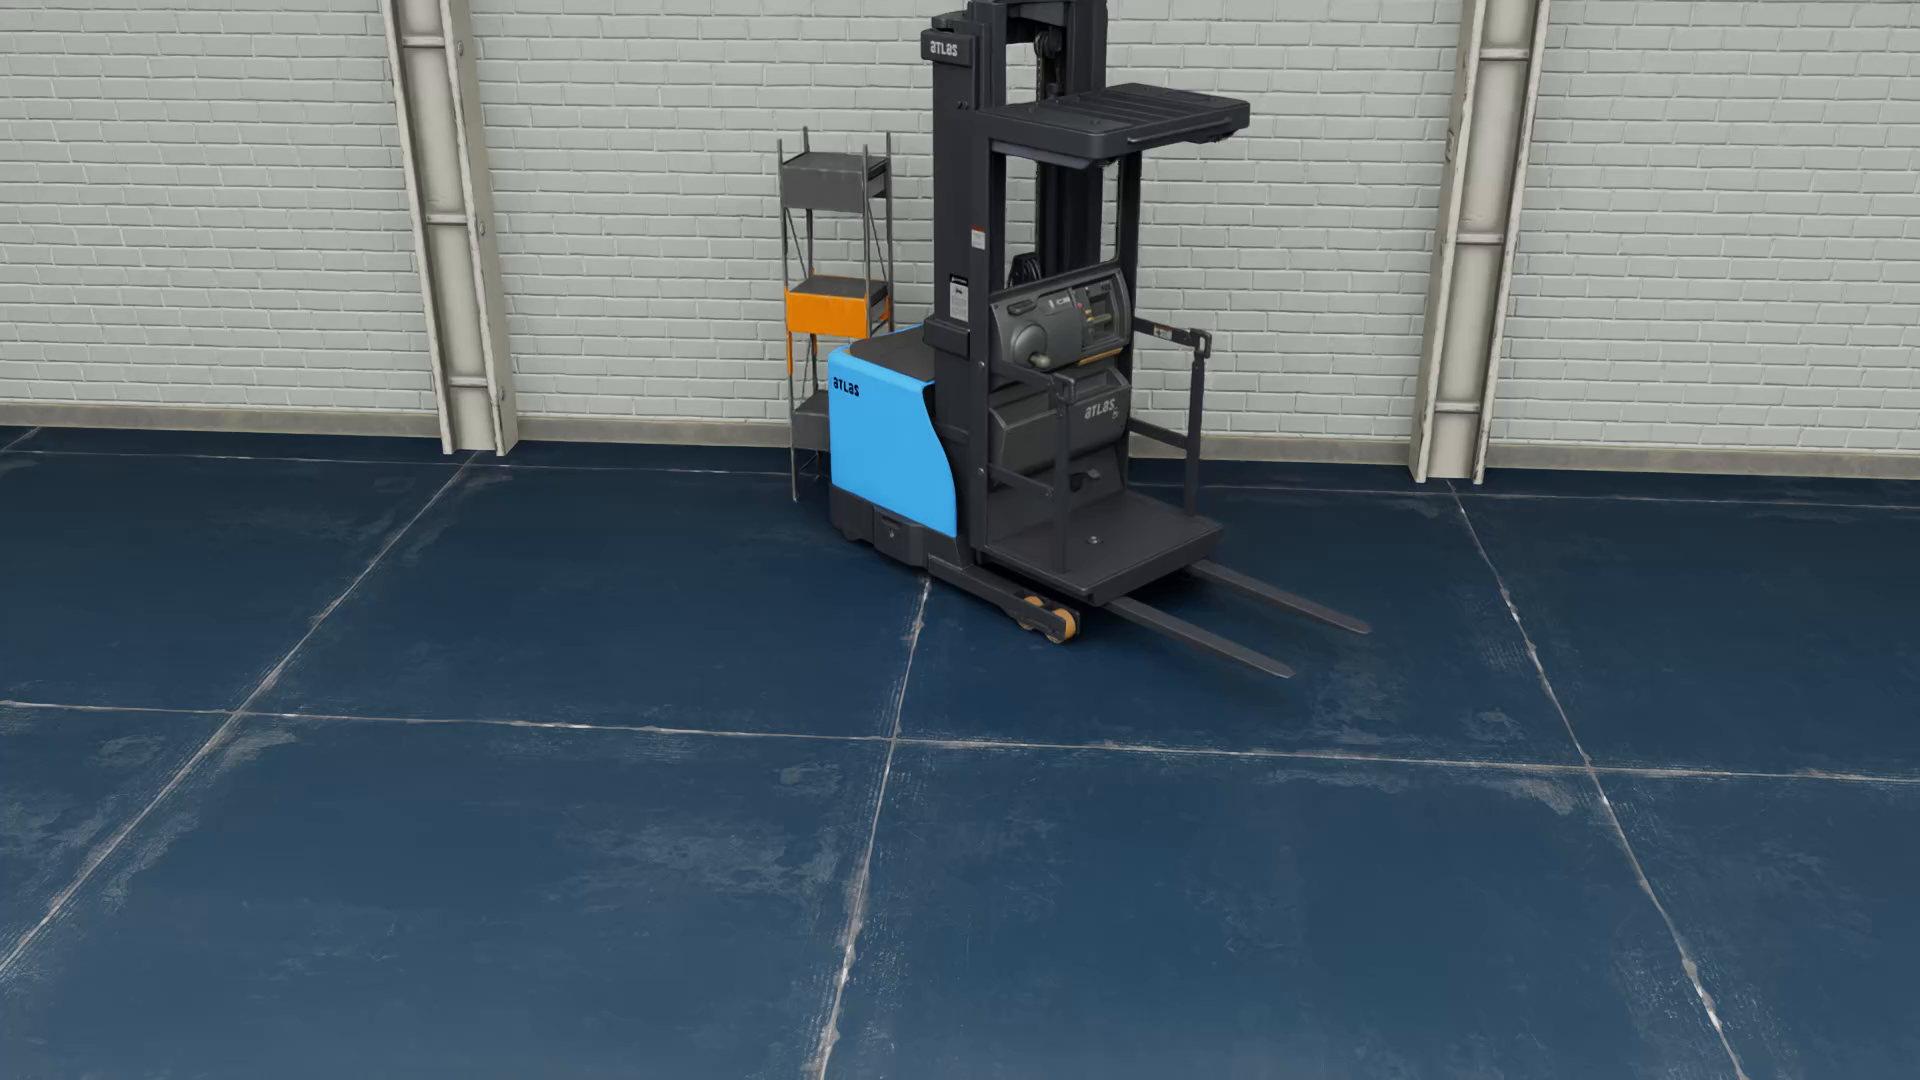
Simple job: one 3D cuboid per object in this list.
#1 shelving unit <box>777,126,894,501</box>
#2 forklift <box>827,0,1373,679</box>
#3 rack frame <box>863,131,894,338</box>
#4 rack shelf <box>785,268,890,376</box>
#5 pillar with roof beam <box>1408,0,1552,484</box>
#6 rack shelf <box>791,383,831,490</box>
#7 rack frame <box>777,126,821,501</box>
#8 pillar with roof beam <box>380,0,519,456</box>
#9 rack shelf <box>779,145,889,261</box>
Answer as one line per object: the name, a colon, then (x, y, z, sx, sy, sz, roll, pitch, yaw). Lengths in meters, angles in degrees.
shelving unit: (-0.678, -1.231, 9.413, 0.503, 2.100, 0.431, 7, 26, 16)
forklift: (0.653, -1.069, 8.067, 1.130, 2.935, 3.031, -22, 32, -39)
rack frame: (-0.445, -1.200, 9.347, 0.015, 2.100, 0.400, 7, 26, 16)
rack shelf: (-0.678, -1.218, 9.419, 0.480, 0.518, 0.431, 7, 26, 16)
pillar with roof beam: (2.622, -2.699, 4.350, 0.400, 9.000, 9.100, 2, 25, 4)
rack shelf: (-0.678, -0.583, 9.711, 0.480, 0.518, 0.431, 7, 26, 16)
rack frame: (-0.910, -1.261, 9.480, 0.015, 2.100, 0.400, 7, 26, 16)
pillar with roof beam: (-3.360, -2.891, 4.767, 0.400, 9.000, 9.100, 2, 25, 4)
rack shelf: (-0.678, -1.854, 9.126, 0.480, 0.518, 0.431, 7, 26, 16)
